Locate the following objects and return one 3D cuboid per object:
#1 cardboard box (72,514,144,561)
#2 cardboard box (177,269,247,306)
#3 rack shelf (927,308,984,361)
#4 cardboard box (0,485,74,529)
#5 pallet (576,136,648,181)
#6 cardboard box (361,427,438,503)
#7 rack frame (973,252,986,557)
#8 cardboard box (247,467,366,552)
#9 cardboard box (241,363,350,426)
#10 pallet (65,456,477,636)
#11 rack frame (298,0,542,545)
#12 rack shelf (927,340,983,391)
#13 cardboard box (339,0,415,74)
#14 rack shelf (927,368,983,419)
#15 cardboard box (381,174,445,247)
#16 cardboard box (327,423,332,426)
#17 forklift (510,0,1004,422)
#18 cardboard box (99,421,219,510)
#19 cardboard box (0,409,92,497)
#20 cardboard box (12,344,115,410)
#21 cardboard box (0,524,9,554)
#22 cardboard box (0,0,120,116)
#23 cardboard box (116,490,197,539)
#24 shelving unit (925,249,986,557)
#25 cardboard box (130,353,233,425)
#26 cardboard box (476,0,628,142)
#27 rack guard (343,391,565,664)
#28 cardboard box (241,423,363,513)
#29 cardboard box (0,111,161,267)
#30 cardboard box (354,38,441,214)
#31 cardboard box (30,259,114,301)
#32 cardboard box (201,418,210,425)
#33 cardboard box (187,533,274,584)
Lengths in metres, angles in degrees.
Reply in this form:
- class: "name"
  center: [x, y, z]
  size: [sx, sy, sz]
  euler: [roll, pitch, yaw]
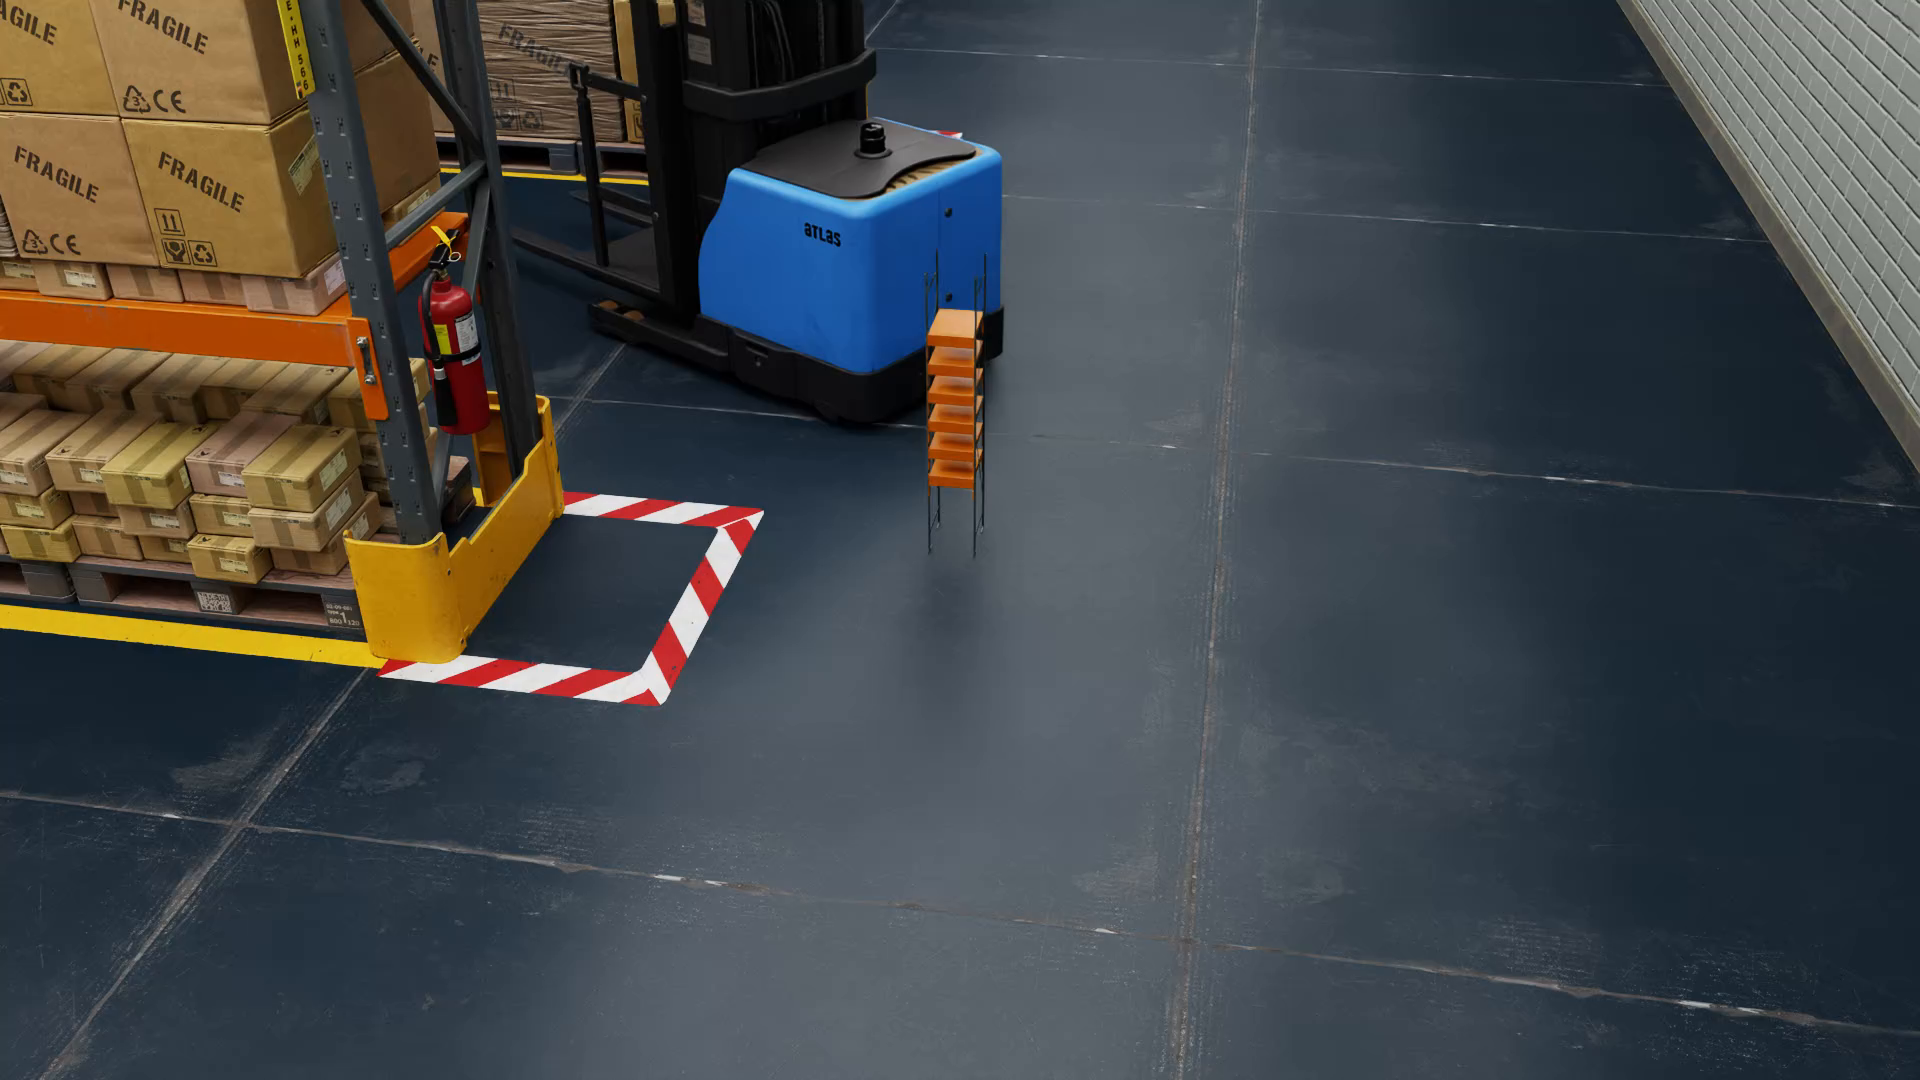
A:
- class: "cardboard box"
  center: [-3.151, -0.092, 6.360]
  size: [0.250, 0.149, 0.380]
  euler: [5, 32, 9]
- class: "cardboard box"
  center: [-2.443, -0.947, 5.672]
  size: [0.250, 0.149, 0.380]
  euler: [5, 32, 8]
- class: "rack shelf"
  center: [-0.014, -0.777, 6.266]
  size: [0.180, 0.103, 0.258]
  euler: [5, 32, 8]
- class: "cardboard box"
  center: [-3.429, -0.209, 6.267]
  size: [0.250, 0.149, 0.380]
  euler: [6, 32, 9]
- class: "pallet"
  center: [-1.703, -2.564, 10.647]
  size: [1.213, 0.211, 1.003]
  euler: [5, 32, 8]
- class: "cardboard box"
  center: [-2.298, -0.314, 6.716]
  size: [0.250, 0.149, 0.380]
  euler: [6, 33, 9]
- class: "rack frame"
  center: [0.076, -0.502, 6.421]
  size: [0.006, 1.200, 0.240]
  euler: [5, 32, 8]
- class: "cardboard box"
  center: [-2.404, -0.124, 6.131]
  size: [0.250, 0.149, 0.380]
  euler: [4, 32, 7]
- class: "cardboard box"
  center: [-2.587, -0.538, 6.513]
  size: [0.250, 0.149, 0.380]
  euler: [6, 33, 9]
- class: "pallet"
  center: [-2.705, -0.046, 6.625]
  size: [1.213, 0.211, 1.003]
  euler: [5, 32, 8]
- class: "rack frame"
  center: [-1.835, -1.130, 5.729]
  size: [0.127, 3.000, 1.000]
  euler: [5, 32, 8]
- class: "rack shelf"
  center: [-0.014, -0.676, 6.330]
  size: [0.180, 0.103, 0.258]
  euler: [5, 32, 8]
- class: "cardboard box"
  center: [-2.233, -1.901, 5.644]
  size: [0.500, 0.500, 0.500]
  euler: [5, 32, 8]
- class: "rack shelf"
  center: [-0.014, -0.574, 6.394]
  size: [0.180, 0.103, 0.258]
  euler: [5, 32, 8]
- class: "cardboard box"
  center: [-2.100, -1.224, 6.115]
  size: [0.250, 0.149, 0.380]
  euler: [5, 32, 8]
- class: "cardboard box"
  center: [-2.569, -0.461, 6.670]
  size: [0.250, 0.149, 0.380]
  euler: [5, 32, 8]
- class: "forklift"
  center: [-1.249, -2.411, 7.840]
  size: [3.031, 2.935, 1.130]
  euler: [24, 39, 33]
- class: "cardboard box"
  center: [-2.915, -0.276, 6.094]
  size: [0.250, 0.149, 0.380]
  euler: [4, 32, 7]
- class: "cardboard box"
  center: [-3.433, -0.327, 6.176]
  size: [0.250, 0.149, 0.380]
  euler: [6, 33, 10]
- class: "cardboard box"
  center: [-3.595, -0.684, 6.745]
  size: [0.250, 0.149, 0.380]
  euler: [6, 32, 9]
- class: "cardboard box"
  center: [-3.679, -0.117, 6.400]
  size: [0.250, 0.149, 0.380]
  euler: [6, 33, 9]
- class: "cardboard box"
  center: [-2.828, -1.679, 5.288]
  size: [0.500, 0.500, 0.500]
  euler: [4, 32, 7]
- class: "cardboard box"
  center: [-2.916, -0.169, 6.204]
  size: [0.250, 0.149, 0.380]
  euler: [4, 32, 6]
- class: "shelving unit"
  center: [-0.014, -0.510, 6.434]
  size: [0.189, 1.200, 0.258]
  euler: [5, 32, 8]
- class: "cardboard box"
  center: [-3.072, -0.607, 6.622]
  size: [0.250, 0.149, 0.380]
  euler: [4, 32, 6]
- class: "cardboard box"
  center: [-2.443, -3.089, 10.465]
  size: [0.875, 0.875, 0.875]
  euler: [5, 32, 8]
- class: "rack guard"
  center: [-1.910, -0.078, 6.403]
  size: [0.348, 0.500, 1.175]
  euler: [5, 32, 8]
- class: "cardboard box"
  center: [-2.400, -0.267, 6.079]
  size: [0.250, 0.149, 0.380]
  euler: [6, 32, 9]
- class: "cardboard box"
  center: [-2.829, -1.253, 5.550]
  size: [0.500, 0.500, 0.500]
  euler: [5, 32, 7]
- class: "cardboard box"
  center: [-2.231, -1.483, 5.918]
  size: [0.500, 0.500, 0.500]
  euler: [7, 33, 11]
- class: "cardboard box"
  center: [-2.948, -0.972, 5.712]
  size: [0.250, 0.149, 0.380]
  euler: [6, 33, 10]
- class: "cardboard box"
  center: [-3.060, -0.516, 6.758]
  size: [0.250, 0.149, 0.380]
  euler: [6, 33, 10]
- class: "cardboard box"
  center: [-2.660, -0.008, 6.226]
  size: [0.250, 0.149, 0.380]
  euler: [6, 33, 10]
